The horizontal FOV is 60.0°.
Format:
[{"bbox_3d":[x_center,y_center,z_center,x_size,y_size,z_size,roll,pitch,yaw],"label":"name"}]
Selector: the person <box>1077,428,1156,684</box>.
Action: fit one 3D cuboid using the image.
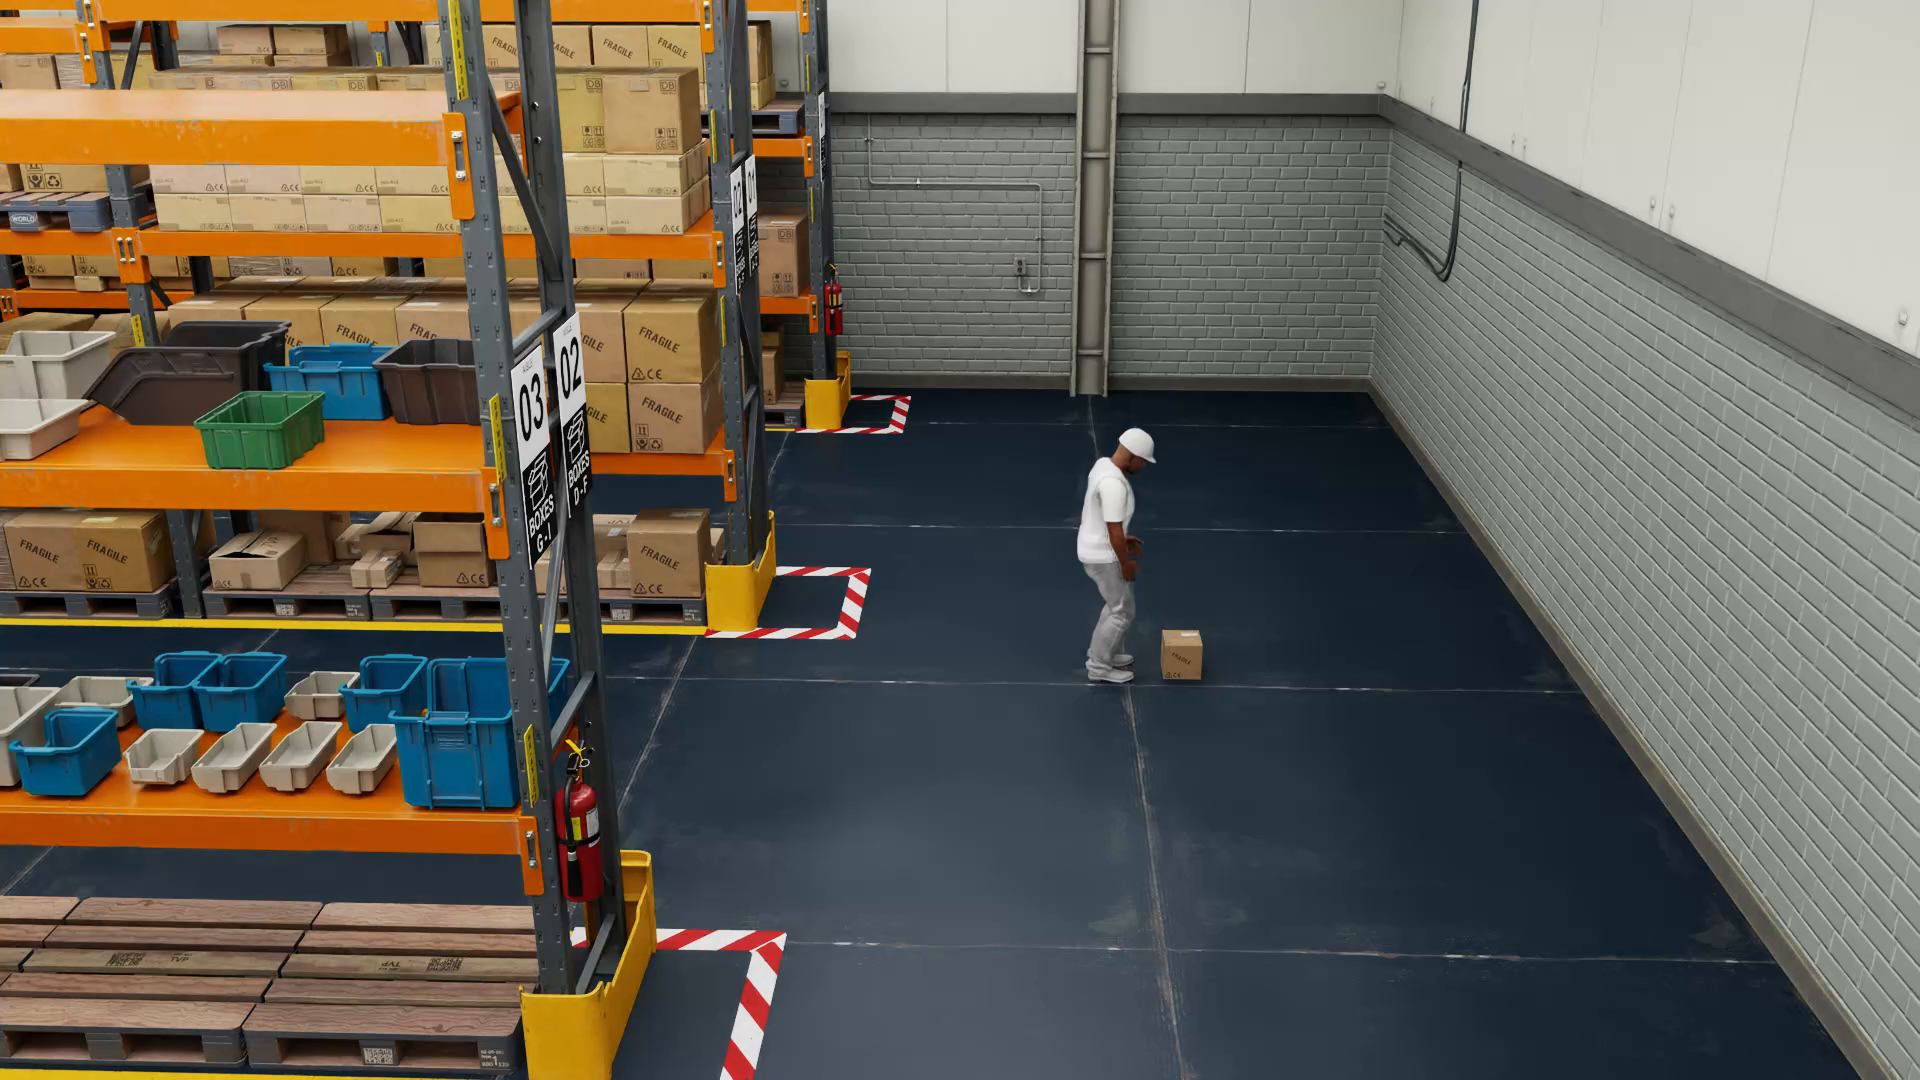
[{"bbox_3d":[1.017,0.082,10.933,0.491,1.696,0.599,1,21,3],"label":"person"}]
